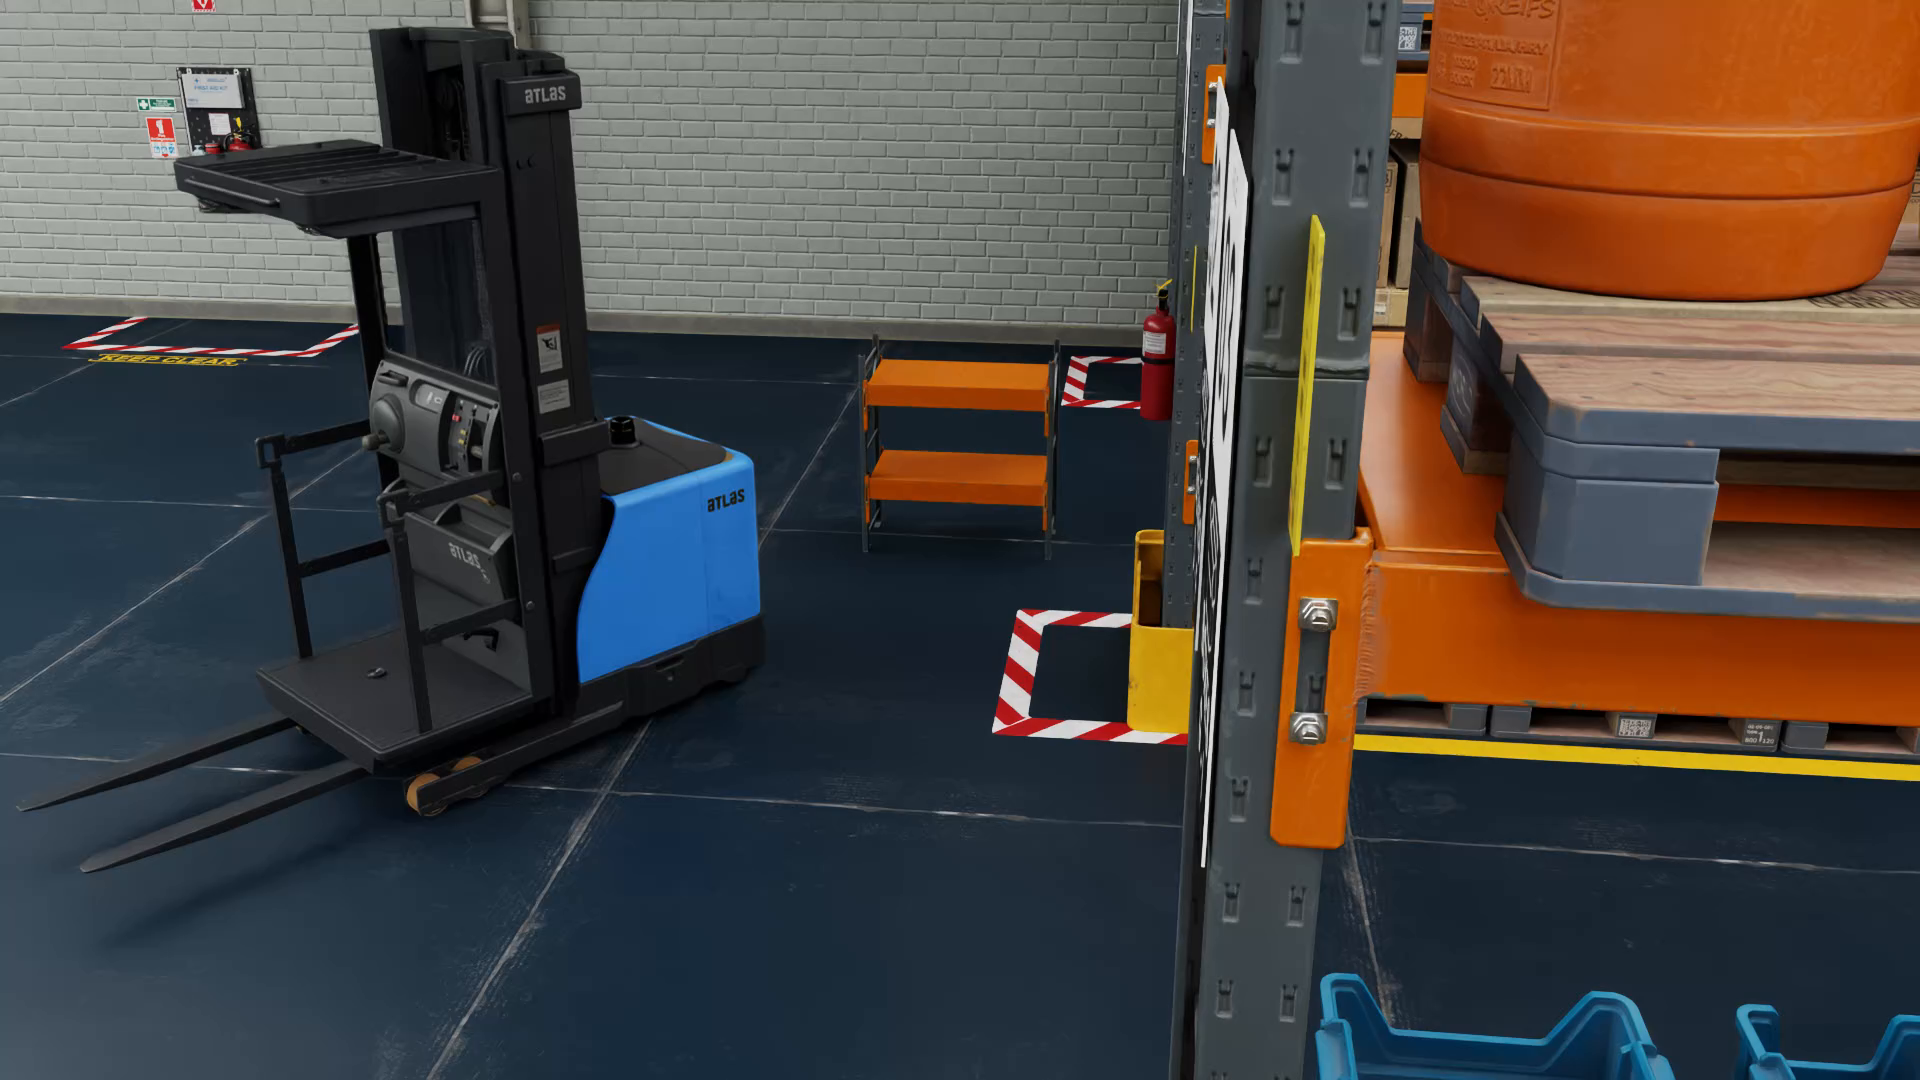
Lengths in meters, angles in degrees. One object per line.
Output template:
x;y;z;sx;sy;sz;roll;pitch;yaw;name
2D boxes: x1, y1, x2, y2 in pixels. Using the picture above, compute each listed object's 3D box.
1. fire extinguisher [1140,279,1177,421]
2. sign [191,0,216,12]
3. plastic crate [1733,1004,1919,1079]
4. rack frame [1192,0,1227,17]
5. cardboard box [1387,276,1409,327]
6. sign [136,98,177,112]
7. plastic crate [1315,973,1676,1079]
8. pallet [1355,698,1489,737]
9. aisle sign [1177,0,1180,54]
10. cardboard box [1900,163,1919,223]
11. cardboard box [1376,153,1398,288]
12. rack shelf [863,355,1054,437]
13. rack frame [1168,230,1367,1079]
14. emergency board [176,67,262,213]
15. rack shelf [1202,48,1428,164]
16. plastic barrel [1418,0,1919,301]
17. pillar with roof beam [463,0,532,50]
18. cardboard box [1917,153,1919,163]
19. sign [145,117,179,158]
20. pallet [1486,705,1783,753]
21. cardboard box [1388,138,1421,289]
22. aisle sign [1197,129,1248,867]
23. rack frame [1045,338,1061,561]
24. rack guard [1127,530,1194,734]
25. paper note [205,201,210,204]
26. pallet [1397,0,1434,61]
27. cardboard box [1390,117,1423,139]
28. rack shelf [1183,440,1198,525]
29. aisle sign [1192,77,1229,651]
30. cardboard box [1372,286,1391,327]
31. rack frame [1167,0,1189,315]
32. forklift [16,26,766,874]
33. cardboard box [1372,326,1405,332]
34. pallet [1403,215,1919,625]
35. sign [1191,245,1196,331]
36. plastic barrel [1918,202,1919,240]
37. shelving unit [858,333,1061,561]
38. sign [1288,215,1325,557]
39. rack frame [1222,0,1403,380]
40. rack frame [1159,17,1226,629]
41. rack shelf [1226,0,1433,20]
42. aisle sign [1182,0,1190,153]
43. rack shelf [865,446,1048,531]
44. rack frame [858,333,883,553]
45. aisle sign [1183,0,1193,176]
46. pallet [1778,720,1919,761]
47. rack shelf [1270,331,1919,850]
0.936;-0.900;7.741;0.183;0.674;0.296;2;22;6;fire extinguisher
-6.030;-4.350;13.211;0.199;0.298;0.001;2;22;6;sign
1.588;1.059;2.883;0.408;0.251;0.499;2;22;6;plastic crate
0.998;-3.551;6.182;0.127;3.000;1.000;2;22;6;rack frame
1.873;-0.992;6.850;0.250;0.149;0.380;3;22;7;cardboard box
-6.567;-3.557;13.588;0.331;0.109;0.001;2;22;6;sign
0.944;1.029;2.960;0.616;0.251;0.499;2;22;6;plastic crate
1.763;0.554;7.752;1.213;0.211;1.003;2;22;6;pallet
1.471;-3.672;11.113;0.004;0.787;0.394;2;22;6;aisle sign
3.530;-1.298;6.742;0.500;0.500;0.700;2;22;6;cardboard box
1.513;-1.384;6.959;0.500;0.500;0.700;3;22;6;cardboard box
0.007;-0.795;9.125;1.000;0.278;0.538;2;22;6;rack shelf
0.412;1.047;2.711;0.127;3.000;1.000;2;22;6;rack frame
-6.033;-3.236;13.544;0.643;1.169;0.194;2;22;6;emergency board
2.984;-1.735;6.647;4.000;0.370;1.077;2;22;6;rack shelf
0.909;-0.768;2.067;0.708;0.830;0.600;2;22;6;plastic barrel
-4.090;-4.333;8.160;0.400;9.000;9.100;2;22;6;pillar with roof beam
4.027;-1.276;6.687;0.500;0.500;0.700;2;22;6;cardboard box
-6.570;-3.314;13.694;0.234;0.329;0.001;2;22;6;sign
2.971;0.607;7.617;1.213;0.211;1.003;2;22;6;pallet
2.036;-1.363;6.907;0.500;0.500;0.700;2;22;5;cardboard box
0.306;-0.058;1.970;0.004;0.787;0.394;2;22;6;aisle sign
0.512;-0.501;9.177;0.032;1.125;0.500;2;22;6;rack frame
0.974;0.400;7.747;0.348;0.500;1.175;2;22;6;rack guard
-6.201;-2.859;13.790;0.142;0.148;0.016;2;22;6;paper note
1.697;-2.075;6.648;1.213;0.211;1.003;2;22;6;pallet
3.018;-2.678;11.290;0.500;0.500;0.500;2;22;5;cardboard box
2.984;-0.340;7.198;4.000;0.370;1.077;2;22;6;rack shelf
0.375;-0.273;2.515;0.004;0.787;0.394;2;22;6;aisle sign
1.625;-1.003;6.879;0.250;0.149;0.380;2;22;5;cardboard box
1.578;-2.570;11.860;0.127;3.000;1.000;2;22;6;rack frame
-2.291;-0.471;6.644;1.130;2.935;3.031;19;29;40;forklift
1.982;-0.762;7.150;0.500;0.500;0.700;3;22;8;cardboard box
1.222;-0.188;2.013;1.213;0.211;1.003;2;22;6;pallet
0.927;-0.998;6.599;0.005;0.325;0.100;2;22;6;sign
1.559;-0.627;2.040;0.600;0.588;0.600;0;22;0;plastic barrel
0.007;-0.523;9.232;1.048;1.125;0.538;2;22;6;shelving unit
0.343;-0.151;1.650;0.005;0.325;0.100;2;22;6;sign
0.412;-1.743;1.608;0.127;3.000;1.000;2;22;6;rack frame
0.998;-0.761;7.285;0.127;3.000;1.000;2;22;6;rack frame
3.564;-3.544;11.222;4.000;0.370;1.077;2;22;6;rack shelf
0.968;-2.080;7.085;0.004;0.787;0.394;2;22;6;aisle sign
0.007;-0.295;9.322;1.000;0.278;0.538;2;22;6;rack shelf
-0.498;-0.545;9.288;0.032;1.125;0.500;2;22;6;rack frame
0.897;-1.861;6.531;0.004;0.787;0.394;2;22;6;aisle sign
4.186;0.659;7.485;1.213;0.211;1.003;2;22;6;pallet
2.398;0.073;2.073;4.000;0.370;1.077;2;22;6;rack shelf
